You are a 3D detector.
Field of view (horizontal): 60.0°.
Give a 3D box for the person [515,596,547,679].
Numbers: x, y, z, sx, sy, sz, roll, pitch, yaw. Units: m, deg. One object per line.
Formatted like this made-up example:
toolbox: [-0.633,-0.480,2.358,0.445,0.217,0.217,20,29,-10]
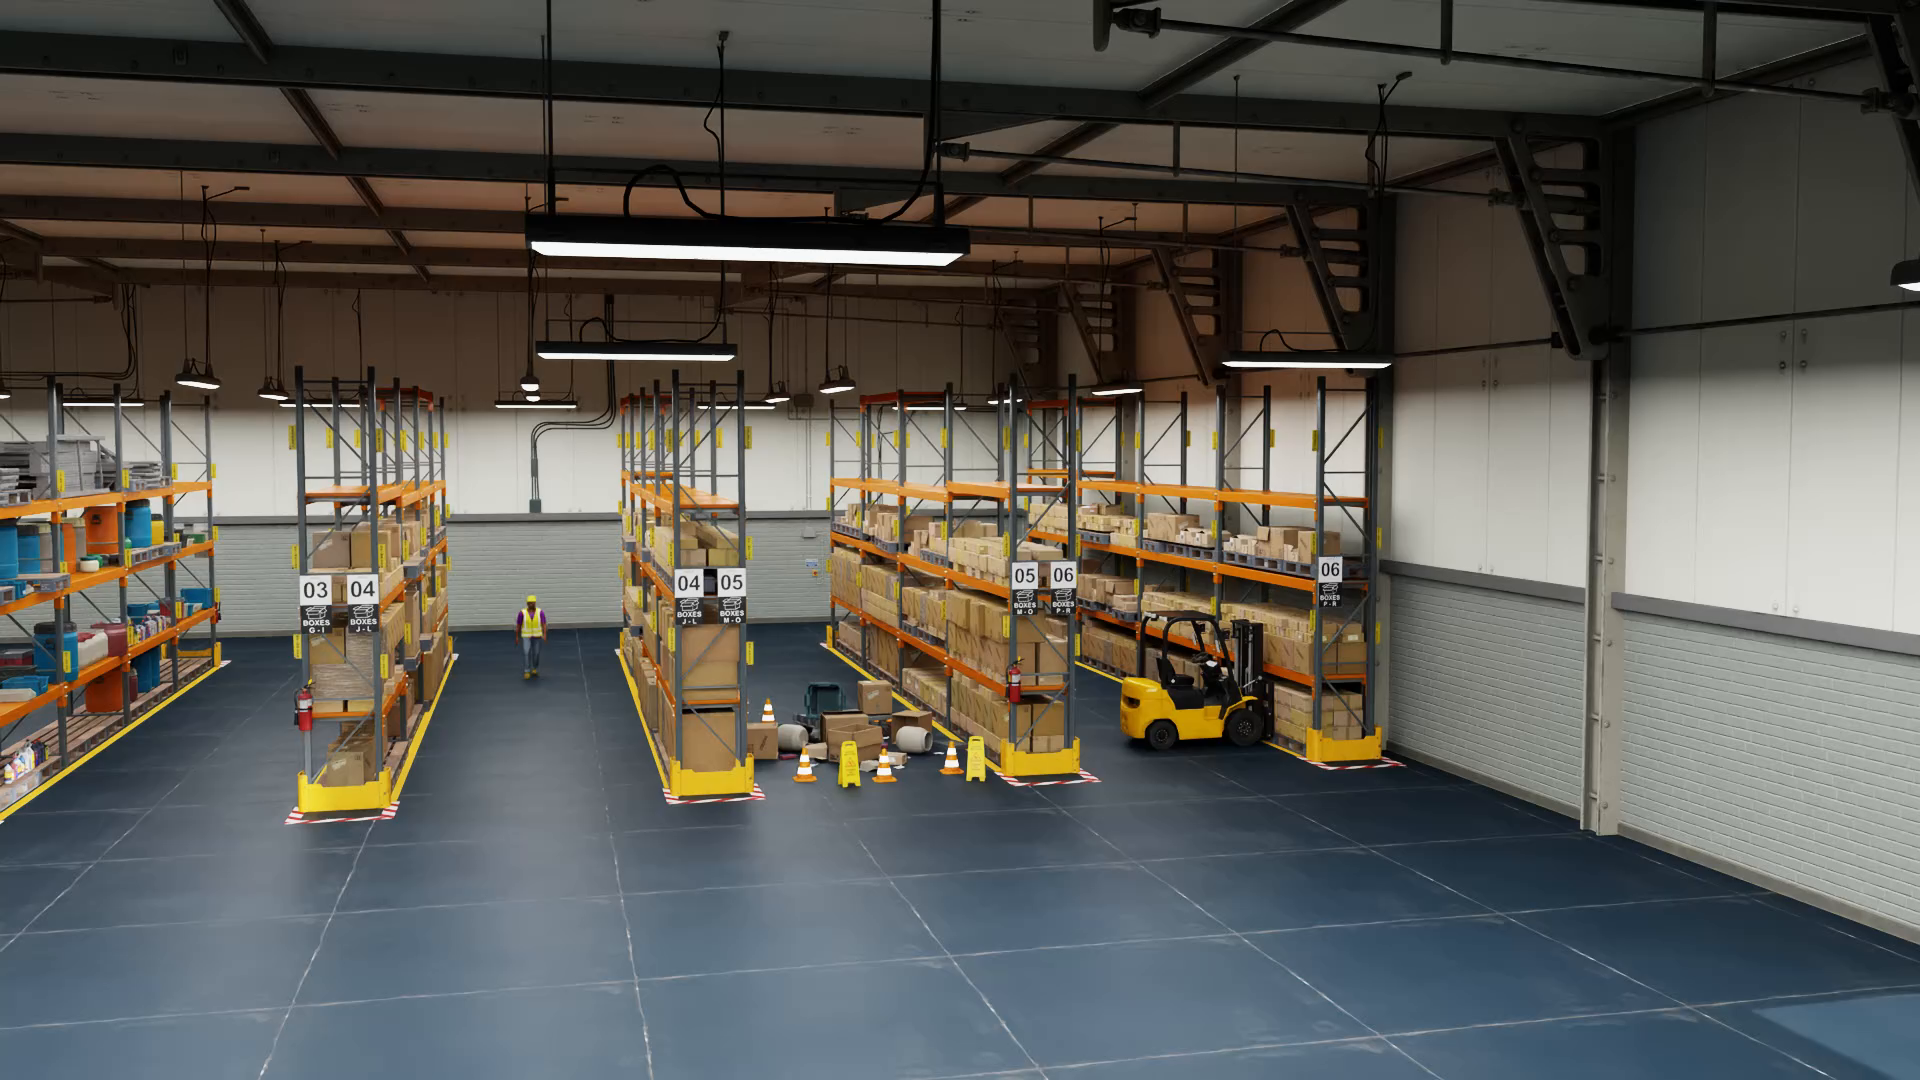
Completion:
person: [-9.031,2.027,35.030,0.647,1.695,1.067,-1,4,-19]
